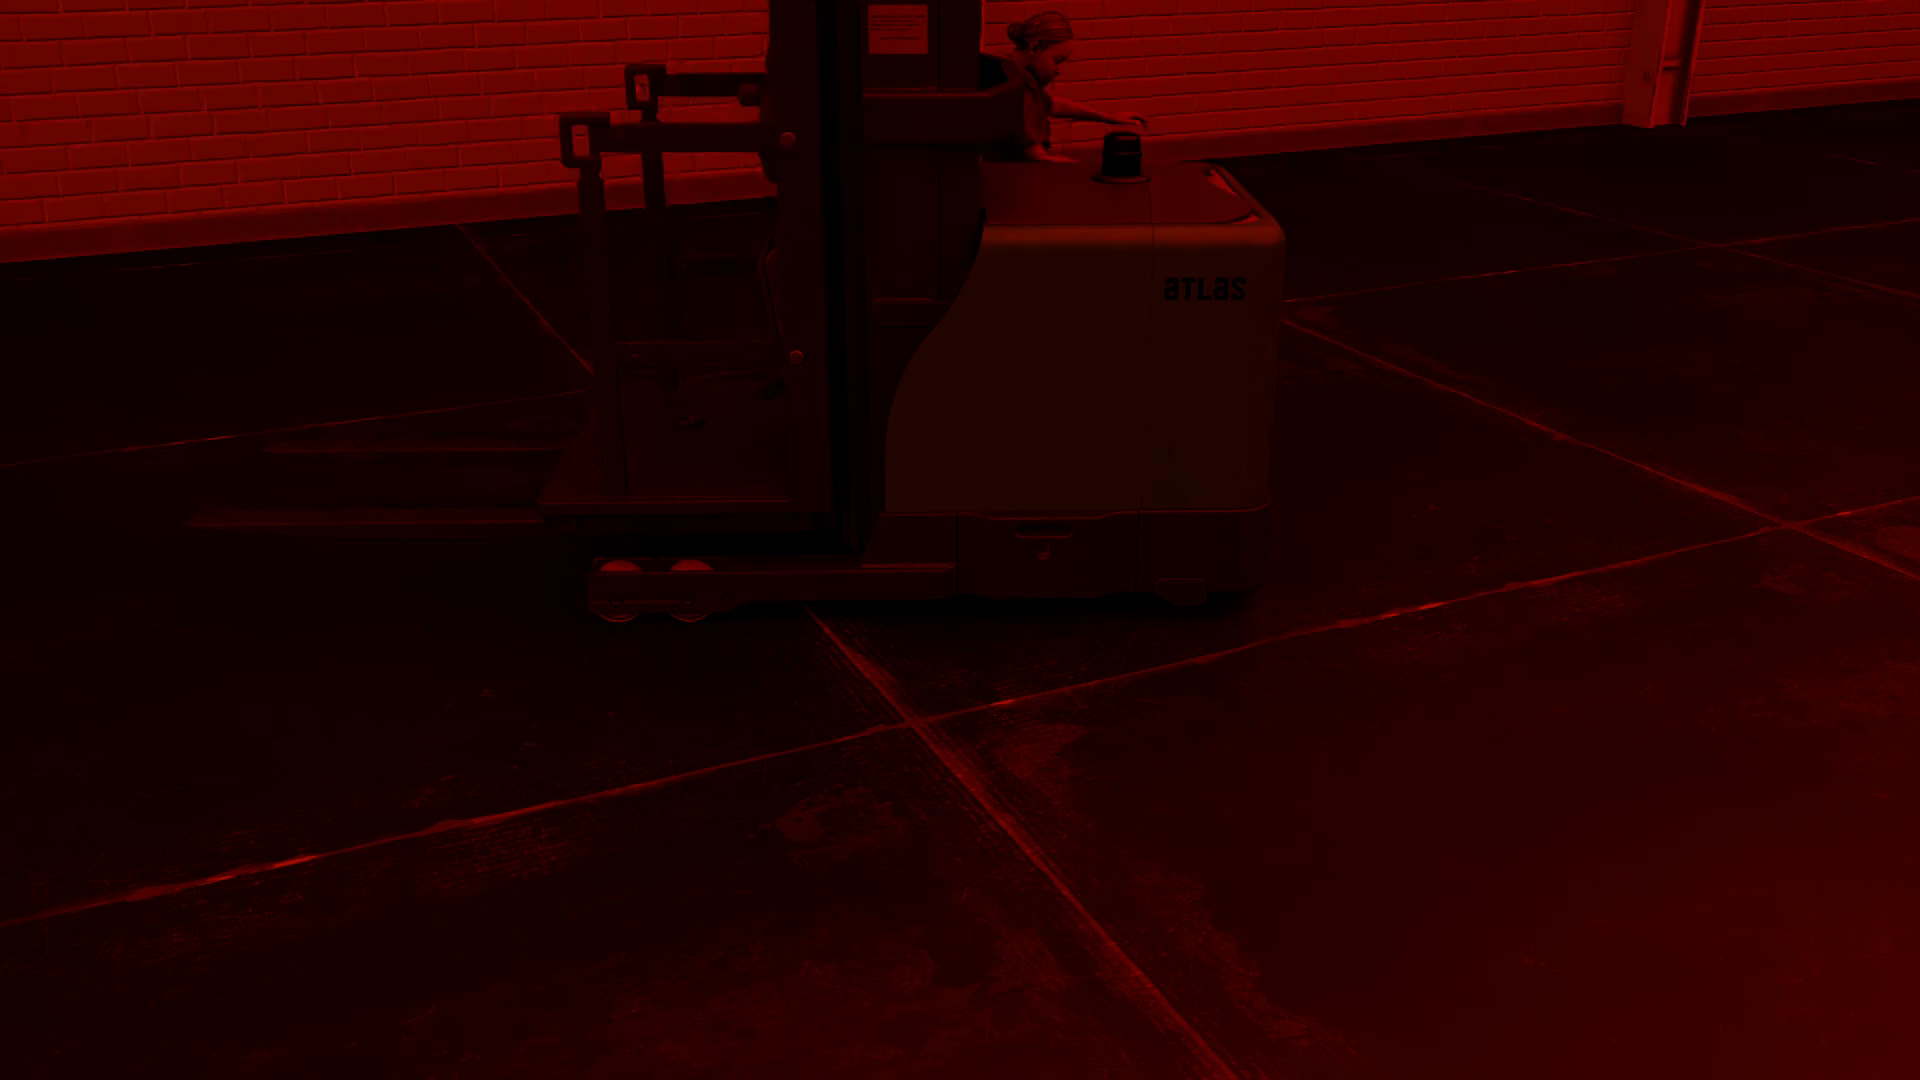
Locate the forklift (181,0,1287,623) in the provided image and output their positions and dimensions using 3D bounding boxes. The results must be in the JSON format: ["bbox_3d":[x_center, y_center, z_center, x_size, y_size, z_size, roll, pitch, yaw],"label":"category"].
[{"bbox_3d":[-0.666,-1.333,4.495,3.031,2.935,1.130,-1,23,-1],"label":"forklift"}]

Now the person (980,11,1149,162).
[{"bbox_3d":[0.374,-1.218,6.167,0.676,1.429,1.218,2,23,4],"label":"person"}]
